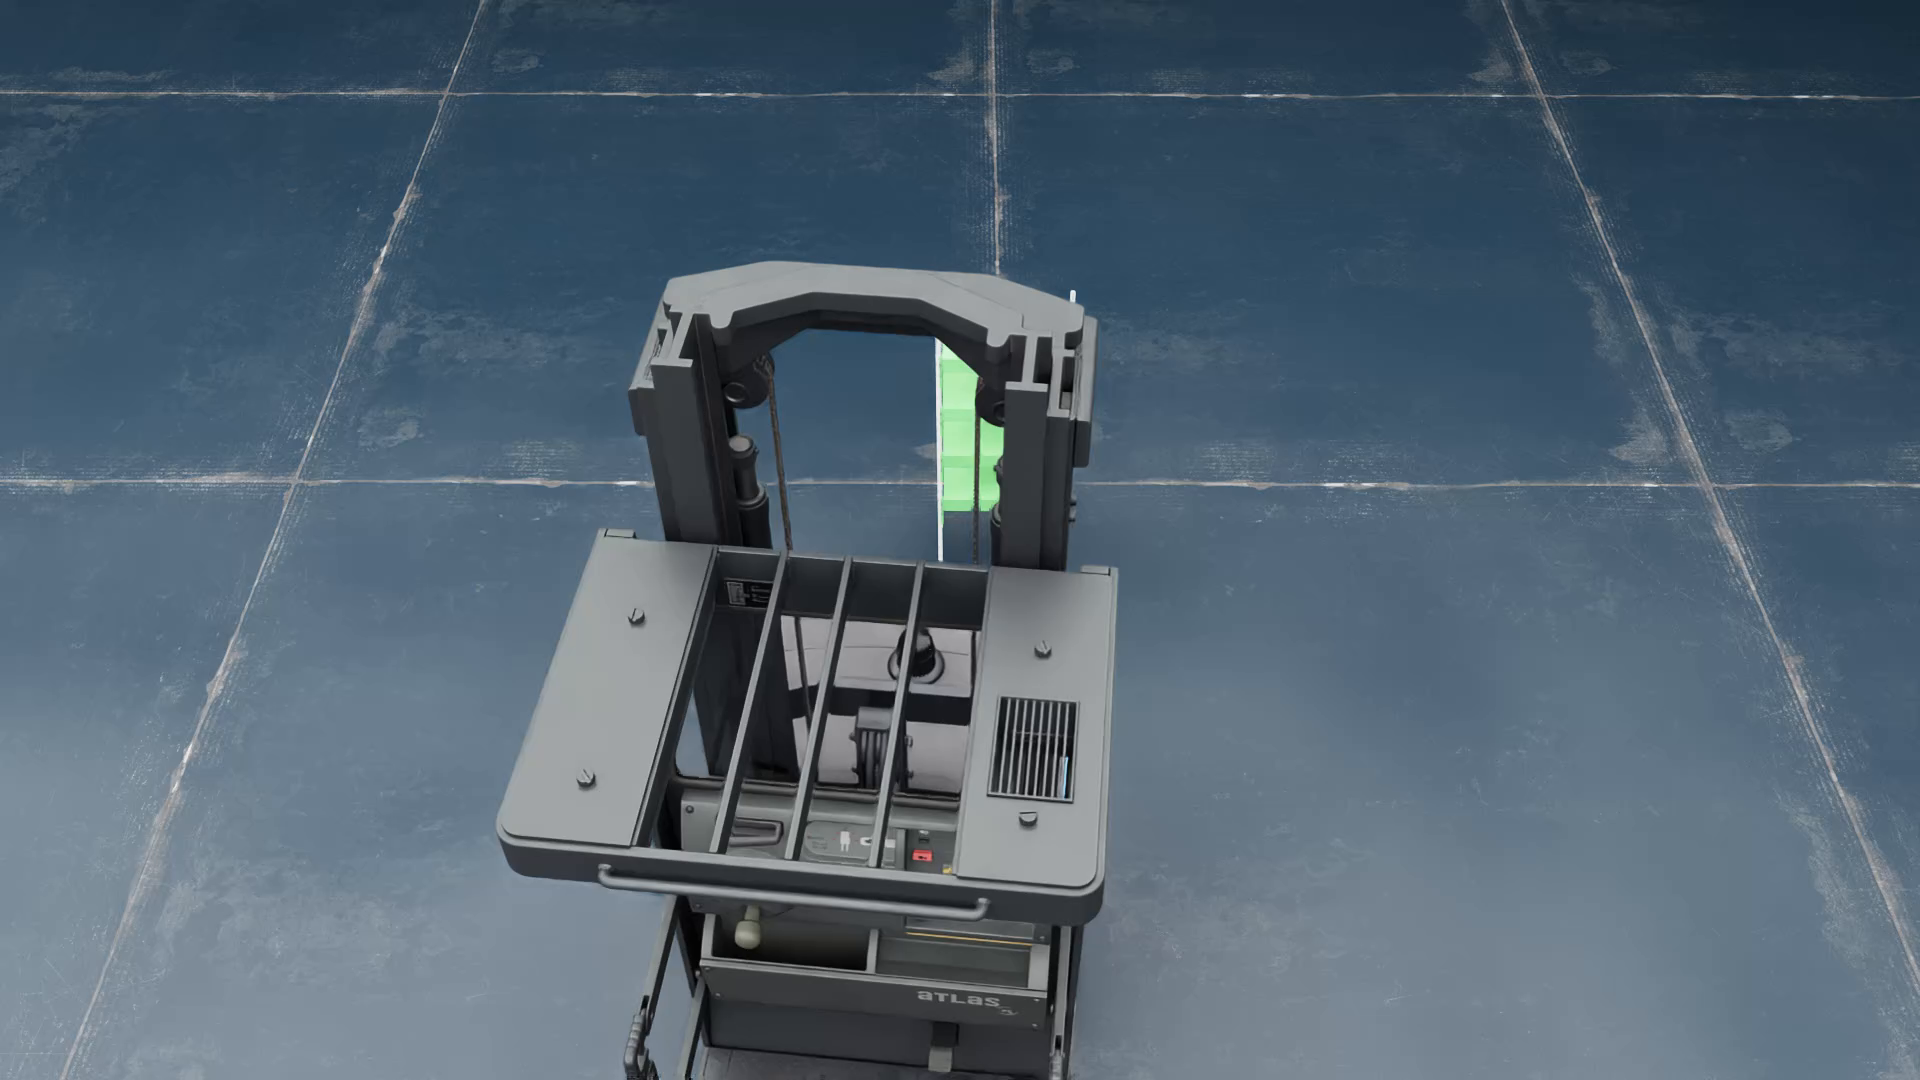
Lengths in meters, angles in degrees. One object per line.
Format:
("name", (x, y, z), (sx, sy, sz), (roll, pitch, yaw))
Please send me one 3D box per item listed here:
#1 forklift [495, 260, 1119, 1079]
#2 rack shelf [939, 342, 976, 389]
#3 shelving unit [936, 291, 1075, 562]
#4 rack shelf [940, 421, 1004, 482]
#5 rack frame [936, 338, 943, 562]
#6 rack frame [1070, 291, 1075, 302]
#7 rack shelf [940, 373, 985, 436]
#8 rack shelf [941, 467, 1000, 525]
("forklift", (-0.245, 0.937, 3.956), (1.130, 2.935, 3.031), (4, 47, 4))
("rack shelf", (0.166, -0.692, 6.087), (0.480, 0.148, 0.258), (0, 47, 0))
("shelving unit", (0.166, -0.408, 6.391), (0.503, 1.200, 0.258), (0, 47, 0))
("rack shelf", (0.166, -0.365, 6.438), (0.480, 0.148, 0.258), (0, 47, 0))
("rack frame", (-0.078, -0.409, 6.392), (0.015, 1.200, 0.240), (0, 47, 0))
("rack frame", (0.410, -0.408, 6.391), (0.015, 1.200, 0.240), (0, 47, 0))
("rack shelf", (0.166, -0.528, 6.262), (0.480, 0.148, 0.258), (0, 47, 0))
("rack shelf", (0.166, -0.201, 6.614), (0.480, 0.148, 0.258), (0, 47, 0))
